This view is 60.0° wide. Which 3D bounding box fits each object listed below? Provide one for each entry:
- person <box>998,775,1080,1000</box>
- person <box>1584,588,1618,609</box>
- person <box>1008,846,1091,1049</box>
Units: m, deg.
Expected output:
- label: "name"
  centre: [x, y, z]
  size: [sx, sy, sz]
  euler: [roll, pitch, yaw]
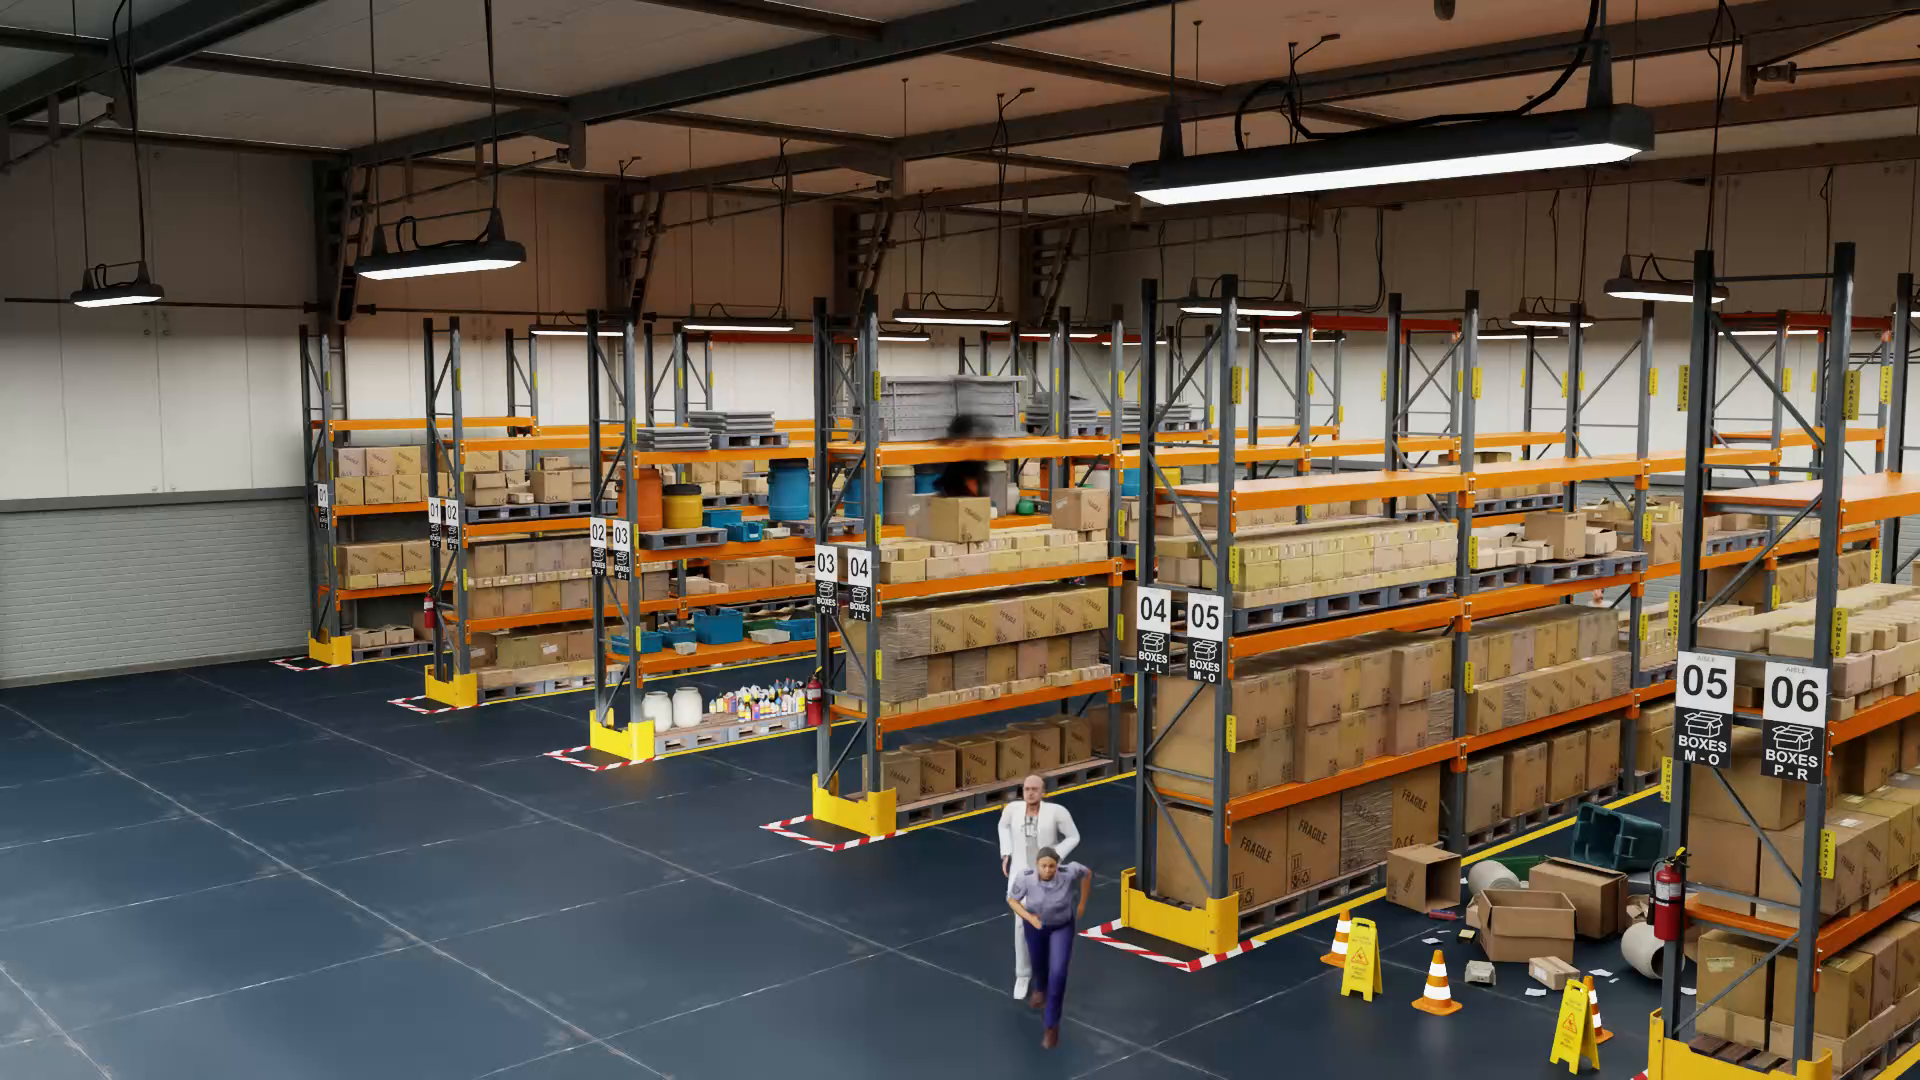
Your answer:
- label: "person"
  centre: [0.660, 2.864, 14.072]
  size: [0.717, 1.828, 0.920]
  euler: [1, 6, 10]
- label: "person"
  centre: [10.528, 1.579, 27.437]
  size: [0.595, 1.680, 0.613]
  euler: [5, 8, 40]
- label: "person"
  centre: [0.702, 3.100, 13.101]
  size: [0.648, 1.611, 0.952]
  euler: [0, 6, 2]
